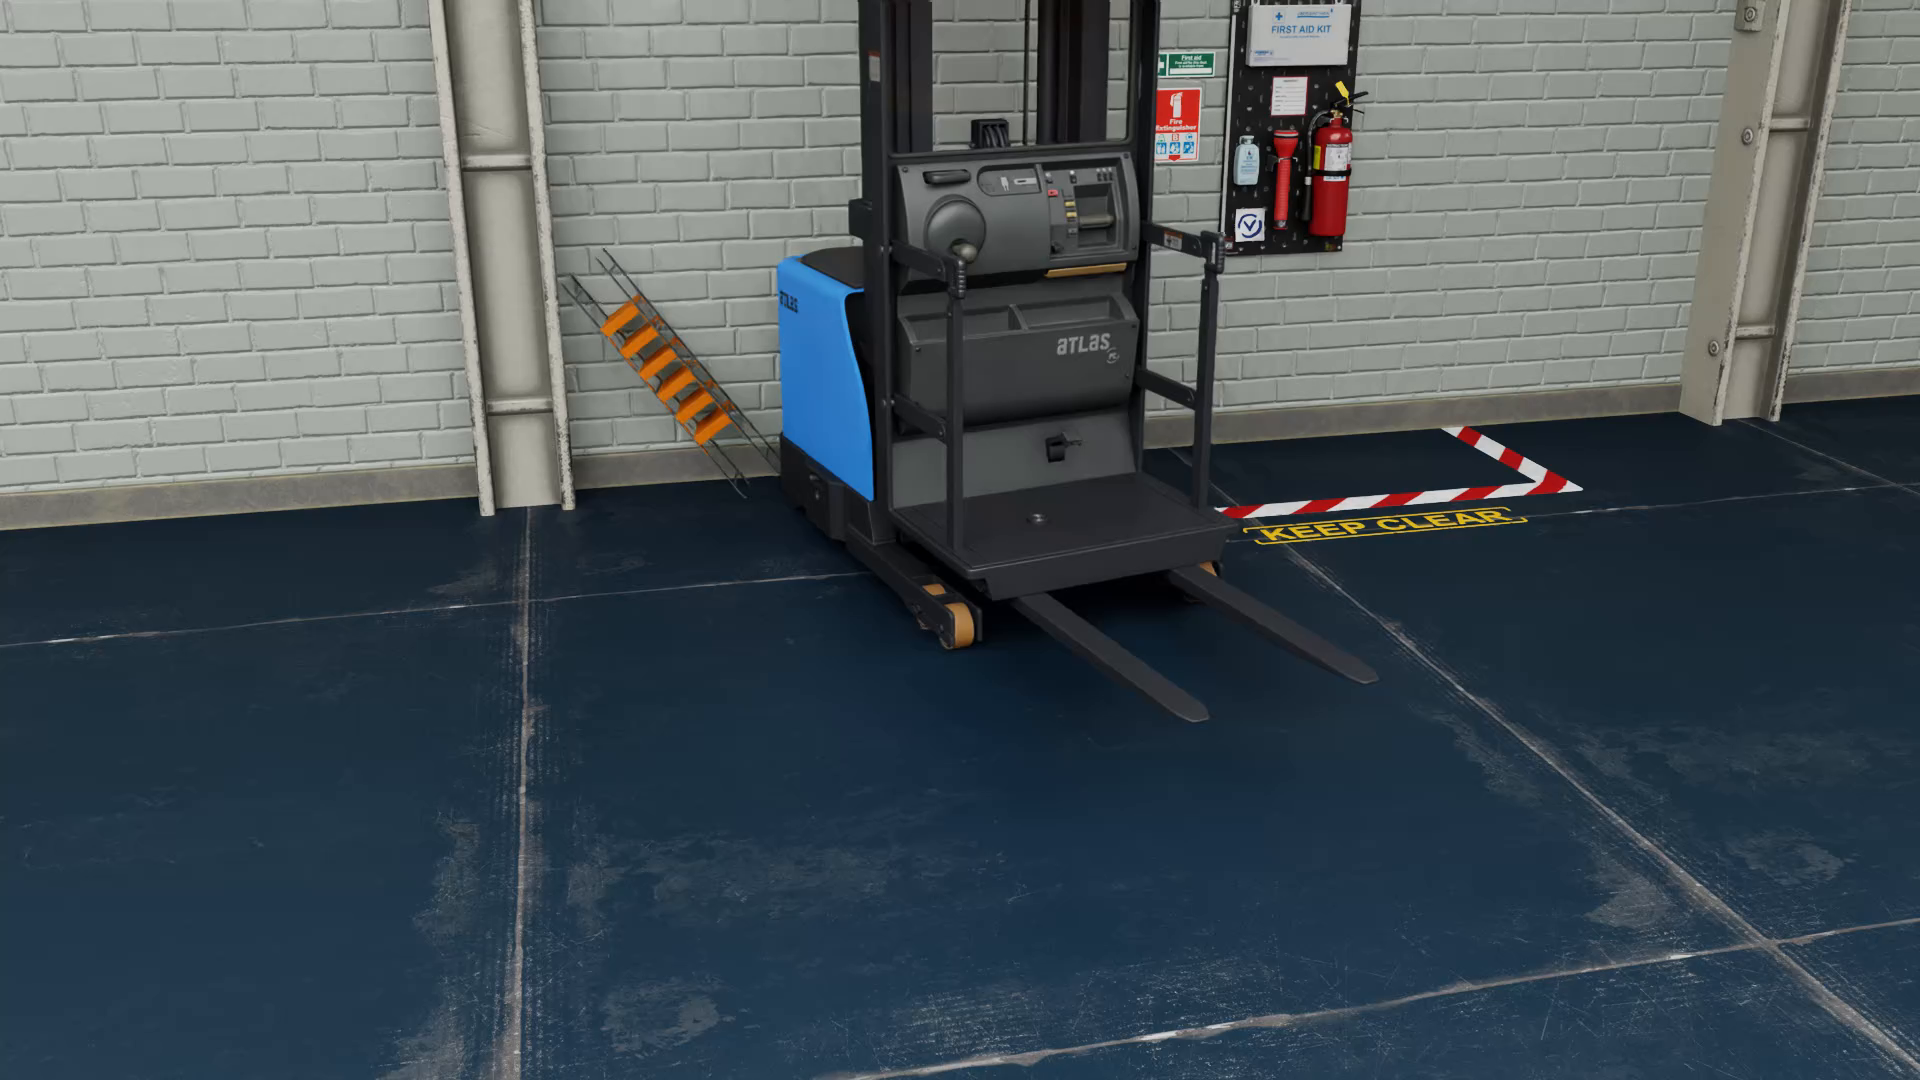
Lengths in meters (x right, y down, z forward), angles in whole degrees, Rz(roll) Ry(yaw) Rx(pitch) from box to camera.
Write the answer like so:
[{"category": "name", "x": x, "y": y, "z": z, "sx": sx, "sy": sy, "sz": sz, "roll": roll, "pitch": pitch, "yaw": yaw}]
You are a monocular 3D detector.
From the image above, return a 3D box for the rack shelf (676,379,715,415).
[{"category": "rack shelf", "x": -1.147, "y": -0.609, "z": 7.231, "sx": 0.171, "sy": 0.034, "sz": 0.221, "roll": -36, "pitch": 18, "yaw": 9}]

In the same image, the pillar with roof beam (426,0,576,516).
[{"category": "pillar with roof beam", "x": -0.896, "y": -2.954, "z": 1.795, "sx": 0.400, "sy": 9.000, "sz": 9.100, "roll": -5, "pitch": 21, "yaw": -12}]

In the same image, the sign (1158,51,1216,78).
[{"category": "sign", "x": 0.984, "y": -2.124, "z": 7.429, "sx": 0.331, "sy": 0.109, "sz": 0.001, "roll": -5, "pitch": 21, "yaw": -12}]

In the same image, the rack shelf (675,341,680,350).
[{"category": "rack shelf", "x": -1.286, "y": -0.781, "z": 7.159, "sx": 0.166, "sy": 0.020, "sz": 0.199, "roll": -36, "pitch": 18, "yaw": 9}]

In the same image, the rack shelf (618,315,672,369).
[{"category": "rack shelf", "x": -1.346, "y": -0.855, "z": 7.128, "sx": 0.180, "sy": 0.103, "sz": 0.258, "roll": -36, "pitch": 18, "yaw": 9}]

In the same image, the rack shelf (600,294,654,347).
[{"category": "rack shelf", "x": -1.418, "y": -0.944, "z": 7.091, "sx": 0.180, "sy": 0.103, "sz": 0.258, "roll": -36, "pitch": 18, "yaw": 9}]

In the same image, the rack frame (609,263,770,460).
[{"category": "rack frame", "x": -1.156, "y": -0.763, "z": 7.173, "sx": 0.002, "sy": 1.046, "sz": 0.228, "roll": -36, "pitch": 18, "yaw": 9}]

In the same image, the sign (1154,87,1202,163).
[{"category": "sign", "x": 10.192, "y": -0.621, "z": 4.008, "sx": 16.451, "sy": 0.391, "sz": 11.513, "roll": -5, "pitch": 21, "yaw": -12}]

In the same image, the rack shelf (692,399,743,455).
[{"category": "rack shelf", "x": -1.059, "y": -0.500, "z": 7.277, "sx": 0.180, "sy": 0.103, "sz": 0.258, "roll": -36, "pitch": 18, "yaw": 9}]

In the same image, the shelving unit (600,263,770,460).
[{"category": "shelving unit", "x": -1.228, "y": -0.711, "z": 7.189, "sx": 0.183, "sy": 1.046, "sz": 0.258, "roll": -36, "pitch": 18, "yaw": 9}]

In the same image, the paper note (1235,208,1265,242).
[{"category": "paper note", "x": 1.351, "y": -1.465, "z": 7.735, "sx": 0.142, "sy": 0.148, "sz": 0.016, "roll": -5, "pitch": 21, "yaw": -12}]

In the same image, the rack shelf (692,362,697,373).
[{"category": "rack shelf", "x": -1.214, "y": -0.692, "z": 7.196, "sx": 0.166, "sy": 0.020, "sz": 0.199, "roll": -36, "pitch": 18, "yaw": 9}]

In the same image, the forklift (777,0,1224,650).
[{"category": "forklift", "x": 0.313, "y": -1.166, "z": 5.736, "sx": 1.130, "sy": 2.935, "sz": 3.031, "roll": -9, "pitch": 22, "yaw": -24}]
